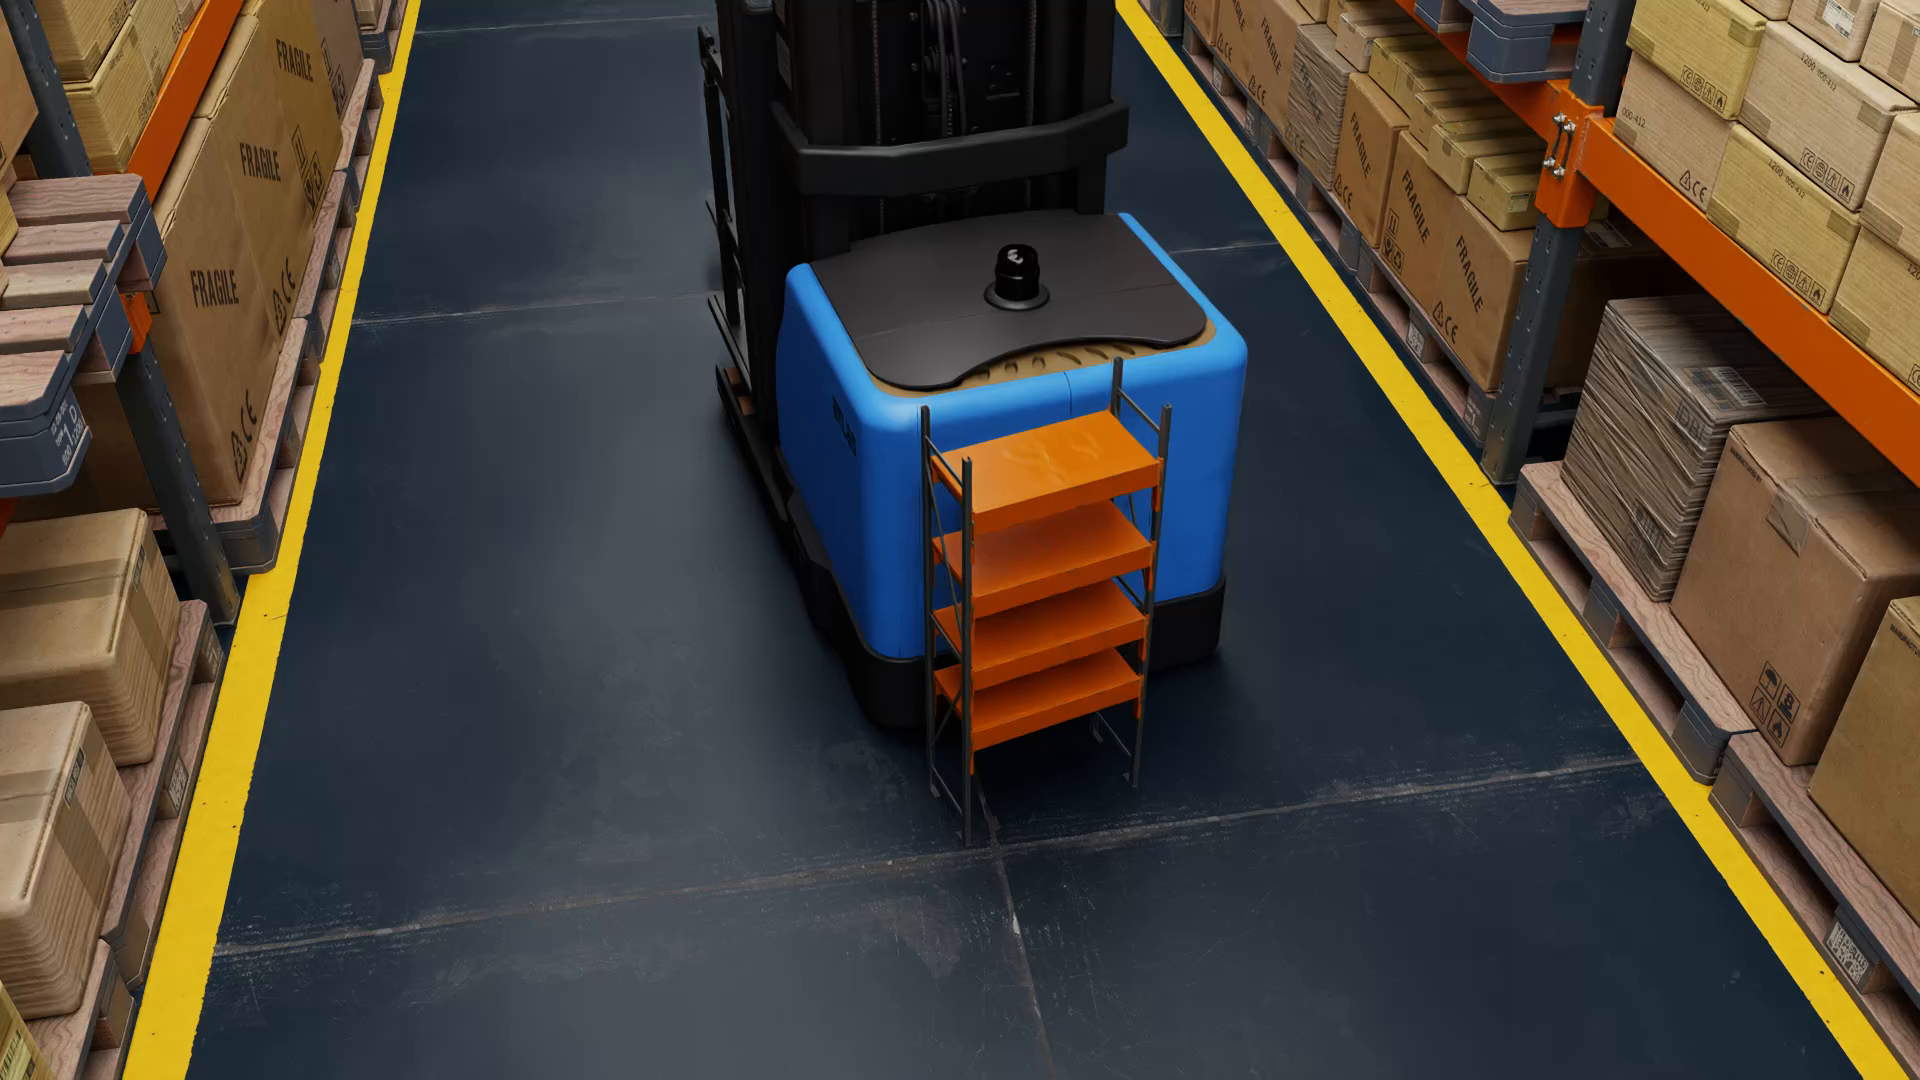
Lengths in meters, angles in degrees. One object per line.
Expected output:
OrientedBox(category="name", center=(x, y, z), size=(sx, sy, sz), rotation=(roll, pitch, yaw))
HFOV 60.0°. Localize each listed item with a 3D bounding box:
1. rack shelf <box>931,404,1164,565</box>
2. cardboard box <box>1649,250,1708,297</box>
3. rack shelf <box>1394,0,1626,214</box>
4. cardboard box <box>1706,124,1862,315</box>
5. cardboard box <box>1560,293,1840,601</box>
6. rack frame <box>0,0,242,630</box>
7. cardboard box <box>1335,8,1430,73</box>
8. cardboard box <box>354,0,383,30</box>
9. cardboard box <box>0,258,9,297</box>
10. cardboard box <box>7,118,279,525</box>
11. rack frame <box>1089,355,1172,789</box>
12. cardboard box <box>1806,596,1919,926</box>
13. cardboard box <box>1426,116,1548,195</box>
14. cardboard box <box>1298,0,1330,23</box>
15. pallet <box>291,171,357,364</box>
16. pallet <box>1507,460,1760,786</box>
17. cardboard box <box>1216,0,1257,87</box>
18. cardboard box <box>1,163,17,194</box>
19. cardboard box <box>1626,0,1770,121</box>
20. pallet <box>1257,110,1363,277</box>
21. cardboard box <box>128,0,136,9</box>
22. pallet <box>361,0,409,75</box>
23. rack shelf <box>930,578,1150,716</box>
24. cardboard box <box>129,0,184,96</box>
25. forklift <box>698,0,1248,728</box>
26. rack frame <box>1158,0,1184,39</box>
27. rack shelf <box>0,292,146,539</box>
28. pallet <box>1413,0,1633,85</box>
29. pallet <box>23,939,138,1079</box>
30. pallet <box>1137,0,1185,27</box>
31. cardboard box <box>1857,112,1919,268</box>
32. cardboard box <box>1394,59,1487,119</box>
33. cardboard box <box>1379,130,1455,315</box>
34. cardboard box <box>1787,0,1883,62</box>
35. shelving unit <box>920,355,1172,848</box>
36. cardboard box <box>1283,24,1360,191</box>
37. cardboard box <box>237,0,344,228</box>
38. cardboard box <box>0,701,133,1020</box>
OrientedBox(category="rack shelf", center=(0.190, -0.132, 3.801), size=(0.480, 0.148, 0.258), rotation=(-16, 40, -19))
OrientedBox(category="cardboard box", center=(2.441, -0.909, 5.671), size=(0.500, 0.500, 0.500), rotation=(-5, 38, -6))
OrientedBox(category="rack shelf", center=(1.889, -2.370, 6.442), size=(1.077, 0.370, 4.000), rotation=(-6, 38, -8))
OrientedBox(category="cardboard box", center=(2.160, -0.788, 3.942), size=(0.500, 0.250, 0.500), rotation=(-7, 38, -9))
OrientedBox(category="cardboard box", center=(2.335, -0.296, 4.779), size=(0.875, 0.625, 0.625), rotation=(-5, 38, -7))
OrientedBox(category="rack frame", center=(-2.647, -0.910, 3.976), size=(1.000, 3.000, 0.127), rotation=(-6, 38, -8))
OrientedBox(category="cardboard box", center=(1.698, -1.956, 6.489), size=(0.380, 0.149, 0.250), rotation=(-8, 39, -10))
OrientedBox(category="cardboard box", center=(-3.353, -2.871, 8.246), size=(0.875, 0.438, 0.875), rotation=(-7, 38, -9))
OrientedBox(category="cardboard box", center=(-2.151, -0.502, 3.314), size=(0.380, 0.149, 0.250), rotation=(-7, 38, -8))
OrientedBox(category="cardboard box", center=(-2.686, -0.663, 5.048), size=(0.875, 0.875, 0.875), rotation=(-7, 38, -8))
OrientedBox(category="rack frame", center=(0.412, 0.116, 4.122), size=(0.015, 1.200, 0.240), rotation=(-16, 40, -19))
OrientedBox(category="cardboard box", center=(2.576, 0.505, 3.749), size=(0.875, 0.625, 0.625), rotation=(-8, 39, -10))
OrientedBox(category="cardboard box", center=(1.825, -1.313, 5.662), size=(0.380, 0.149, 0.250), rotation=(-8, 39, -10))
OrientedBox(category="cardboard box", center=(1.629, -2.270, 6.893), size=(0.380, 0.149, 0.250), rotation=(-5, 38, -6))
OrientedBox(category="pallet", center=(-2.922, -1.028, 6.401), size=(1.003, 0.211, 1.213), rotation=(-6, 38, -8))
OrientedBox(category="pallet", center=(2.345, 0.157, 4.876), size=(1.003, 0.211, 1.213), rotation=(-6, 38, -8))
OrientedBox(category="cardboard box", center=(1.504, -2.404, 7.594), size=(0.500, 0.500, 0.500), rotation=(-7, 38, -9))
OrientedBox(category="cardboard box", center=(-2.358, -0.804, 3.702), size=(0.380, 0.149, 0.250), rotation=(-5, 38, -6))
OrientedBox(category="cardboard box", center=(2.052, -1.287, 4.177), size=(0.500, 0.250, 0.500), rotation=(-6, 38, -8))
OrientedBox(category="pallet", center=(1.935, -1.535, 7.054), size=(1.003, 0.211, 1.213), rotation=(-6, 38, -8))
OrientedBox(category="cardboard box", center=(-2.582, -1.693, 4.699), size=(0.500, 0.250, 0.500), rotation=(-5, 38, -7))
OrientedBox(category="pallet", center=(-3.405, -2.692, 8.543), size=(1.003, 0.211, 1.213), rotation=(-6, 38, -8))
OrientedBox(category="rack shelf", center=(0.191, 0.232, 4.082), size=(0.480, 0.148, 0.258), rotation=(-16, 40, -19))
OrientedBox(category="cardboard box", center=(-2.592, -1.481, 4.834), size=(0.500, 0.250, 0.500), rotation=(-7, 38, -9))
OrientedBox(category="forklift", center=(-0.212, -1.559, 4.867), size=(1.130, 2.935, 3.031), rotation=(-12, 39, -15))
OrientedBox(category="rack frame", center=(1.538, -3.862, 7.776), size=(1.000, 3.000, 0.127), rotation=(-6, 38, -8))
OrientedBox(category="rack shelf", center=(-2.296, 0.582, 2.642), size=(1.077, 0.370, 4.000), rotation=(-6, 38, -8))
OrientedBox(category="pallet", center=(2.051, -1.772, 5.242), size=(1.213, 0.211, 1.003), rotation=(-6, 38, -8))
OrientedBox(category="pallet", center=(-2.301, 1.399, 3.277), size=(1.003, 0.211, 1.213), rotation=(-6, 38, -8))
OrientedBox(category="pallet", center=(1.418, -3.176, 9.166), size=(1.003, 0.211, 1.213), rotation=(-6, 38, -8))
OrientedBox(category="cardboard box", center=(2.237, -0.669, 3.381), size=(0.500, 0.250, 0.500), rotation=(-7, 38, -9))
OrientedBox(category="cardboard box", center=(1.821, -1.642, 6.084), size=(0.380, 0.149, 0.250), rotation=(-5, 38, -7))
OrientedBox(category="cardboard box", center=(1.876, -1.160, 5.994), size=(0.500, 0.500, 0.500), rotation=(-7, 38, -9))
OrientedBox(category="cardboard box", center=(2.123, -1.204, 3.744), size=(0.380, 0.149, 0.250), rotation=(-5, 38, -7))
OrientedBox(category="shelving unit", center=(0.191, 0.179, 4.041), size=(0.503, 1.200, 0.258), rotation=(-16, 40, -19))
OrientedBox(category="cardboard box", center=(1.672, -1.788, 6.802), size=(0.500, 0.500, 0.500), rotation=(-8, 38, -10))
OrientedBox(category="cardboard box", center=(-2.995, -1.742, 6.437), size=(0.875, 0.875, 0.875), rotation=(-5, 38, -7))
OrientedBox(category="cardboard box", center=(-2.420, 0.749, 3.640), size=(0.950, 0.372, 0.625), rotation=(-7, 38, -9))
